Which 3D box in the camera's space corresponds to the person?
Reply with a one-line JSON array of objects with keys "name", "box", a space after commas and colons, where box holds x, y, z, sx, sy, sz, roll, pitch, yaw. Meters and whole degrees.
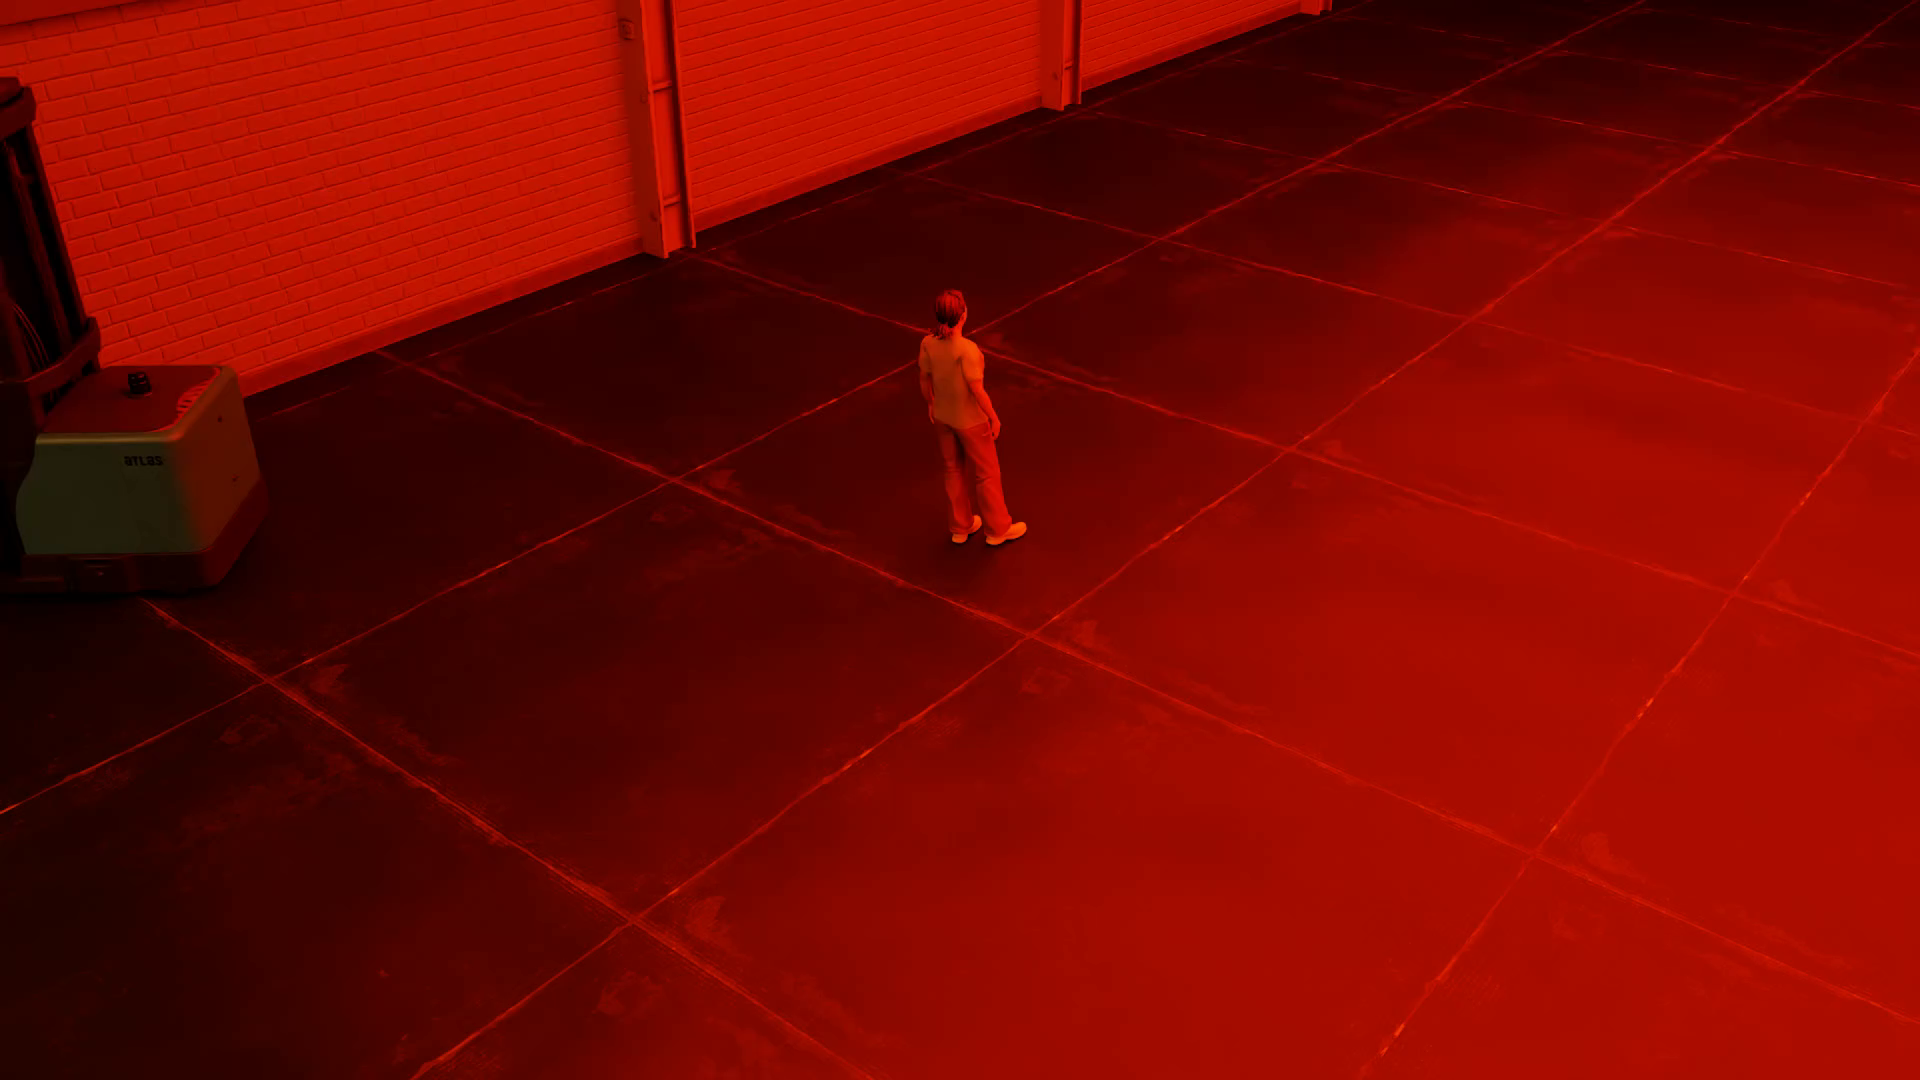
[{"name": "person", "box": [0.055, -0.755, 10.117, 0.553, 1.675, 0.549, 22, 37, 33]}]

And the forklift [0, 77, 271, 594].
[{"name": "forklift", "box": [-5.935, -1.164, 9.586, 3.031, 2.935, 1.130, -1, 30, -1]}]
